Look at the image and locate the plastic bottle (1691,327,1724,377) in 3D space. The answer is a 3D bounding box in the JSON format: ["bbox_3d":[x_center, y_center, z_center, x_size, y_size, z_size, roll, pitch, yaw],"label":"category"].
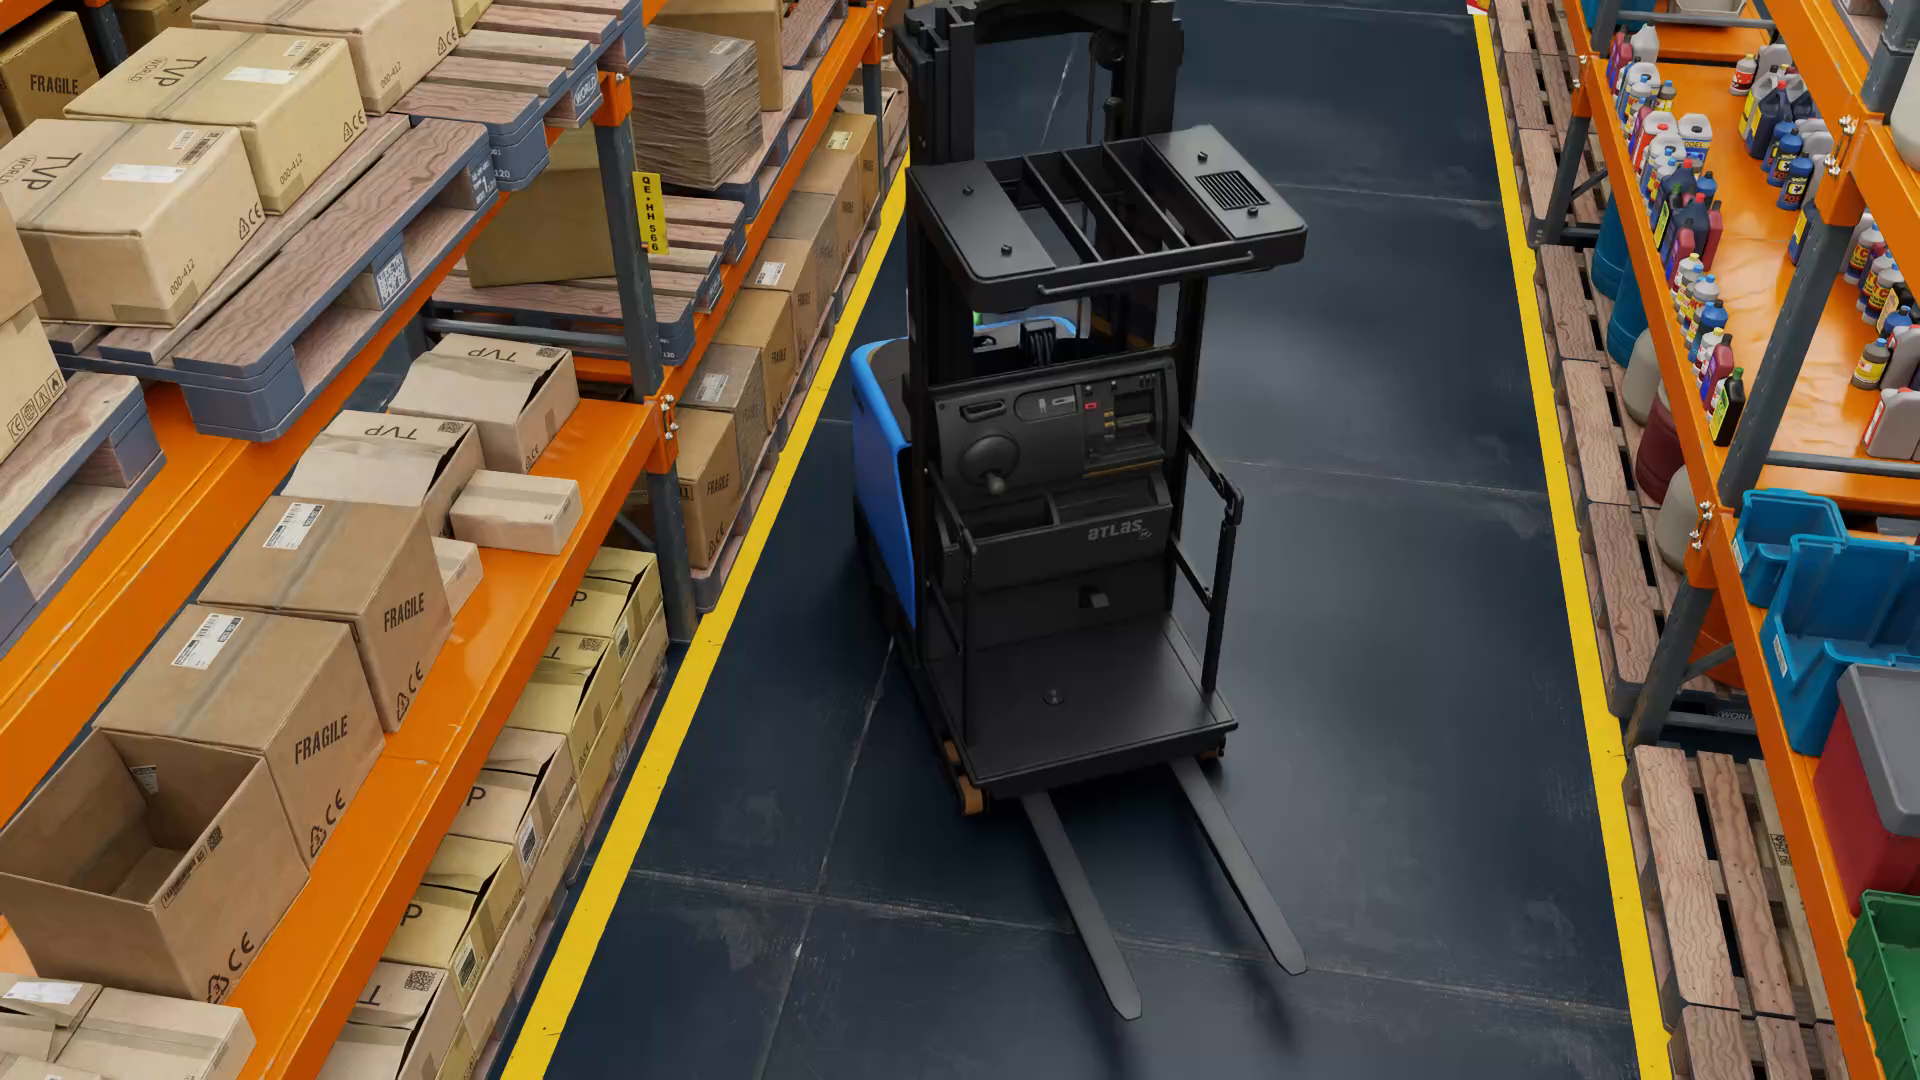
[{"bbox_3d":[2.959,-0.742,6.546,0.097,0.201,0.097,0,40,0],"label":"plastic bottle"}]

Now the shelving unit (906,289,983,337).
[{"bbox_3d":[-0.066,-0.776,7.844,0.258,1.200,0.503,7,40,9],"label":"shelving unit"}]

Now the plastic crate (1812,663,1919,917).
[{"bbox_3d":[2.633,0.714,4.579,0.402,0.464,0.583,6,40,8],"label":"plastic crate"}]

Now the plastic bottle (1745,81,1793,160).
[{"bbox_3d":[3.896,-2.020,7.975,0.144,0.351,0.185,6,40,8],"label":"plastic bottle"}]

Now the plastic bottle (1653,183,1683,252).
[{"bbox_3d":[3.117,-1.415,7.295,0.061,0.283,0.133,6,40,8],"label":"plastic bottle"}]

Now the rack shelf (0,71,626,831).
[{"bbox_3d":[-2.010,-0.414,4.204,1.077,0.370,4.000,6,40,8],"label":"rack shelf"}]

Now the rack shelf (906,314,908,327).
[{"bbox_3d":[-0.066,-1.097,7.578,0.258,0.148,0.480,7,40,9],"label":"rack shelf"}]

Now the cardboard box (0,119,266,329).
[{"bbox_3d":[-1.965,-0.733,3.814,0.500,0.250,0.500,3,40,4],"label":"cardboard box"}]

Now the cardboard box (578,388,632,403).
[{"bbox_3d":[-1.733,-0.609,7.846,0.500,0.500,0.500,8,40,9],"label":"cardboard box"}]

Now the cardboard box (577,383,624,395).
[{"bbox_3d":[-1.727,-0.934,7.650,0.500,0.250,0.500,8,40,9],"label":"cardboard box"}]

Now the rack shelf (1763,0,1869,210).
[{"bbox_3d":[3.560,-2.376,6.577,1.077,0.370,4.000,6,40,8],"label":"rack shelf"}]

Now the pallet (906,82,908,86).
[{"bbox_3d":[-0.643,-3.424,11.823,1.003,0.211,1.213,6,40,8],"label":"pallet"}]

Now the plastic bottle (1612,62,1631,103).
[{"bbox_3d":[3.398,-2.334,8.472,0.097,0.201,0.097,0,40,0],"label":"plastic bottle"}]

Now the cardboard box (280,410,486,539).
[{"bbox_3d":[-2.009,-0.216,5.824,0.500,0.311,0.500,6,40,7],"label":"cardboard box"}]

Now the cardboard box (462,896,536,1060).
[{"bbox_3d":[-1.776,1.427,5.595,0.500,0.250,0.500,7,40,9],"label":"cardboard box"}]

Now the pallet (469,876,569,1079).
[{"bbox_3d":[-2.058,1.560,5.794,1.003,0.211,1.213,6,40,8],"label":"pallet"}]

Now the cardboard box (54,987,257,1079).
[{"bbox_3d":[-2.001,1.283,4.138,0.380,0.149,0.250,6,40,8],"label":"cardboard box"}]

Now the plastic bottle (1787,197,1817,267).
[{"bbox_3d":[3.706,-1.361,7.178,0.144,0.351,0.185,6,40,8],"label":"plastic bottle"}]

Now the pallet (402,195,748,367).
[{"bbox_3d":[-1.616,-1.149,7.033,1.213,0.211,1.003,6,40,8],"label":"pallet"}]

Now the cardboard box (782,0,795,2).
[{"bbox_3d":[-1.274,-3.228,8.989,0.700,0.500,0.500,-6,40,-7],"label":"cardboard box"}]

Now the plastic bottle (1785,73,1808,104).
[{"bbox_3d":[4.070,-2.120,8.096,0.144,0.351,0.185,6,40,8],"label":"plastic bottle"}]

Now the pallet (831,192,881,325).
[{"bbox_3d":[-1.075,-1.711,9.751,1.003,0.211,1.213,6,40,8],"label":"pallet"}]

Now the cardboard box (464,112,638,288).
[{"bbox_3d":[-1.666,-1.398,6.776,0.700,0.500,0.500,-6,40,-7],"label":"cardboard box"}]

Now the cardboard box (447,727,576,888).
[{"bbox_3d":[-1.685,0.891,5.804,0.500,0.311,0.500,6,40,7],"label":"cardboard box"}]

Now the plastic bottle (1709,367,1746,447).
[{"bbox_3d":[2.864,-0.498,6.186,0.061,0.283,0.133,6,40,8],"label":"plastic bottle"}]

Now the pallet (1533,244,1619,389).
[{"bbox_3d":[3.732,-1.198,9.130,1.003,0.211,1.213,6,40,8],"label":"pallet"}]

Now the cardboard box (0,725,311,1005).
[{"bbox_3d":[-2.116,0.871,4.361,0.500,0.500,0.500,9,40,11],"label":"cardboard box"}]

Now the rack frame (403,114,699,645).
[{"bbox_3d":[-1.664,-0.790,6.448,1.000,3.000,0.127,6,40,8],"label":"rack frame"}]

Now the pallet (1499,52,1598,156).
[{"bbox_3d":[4.204,-2.911,11.202,1.003,0.211,1.213,6,40,8],"label":"pallet"}]

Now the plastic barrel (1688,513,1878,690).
[{"bbox_3d":[3.282,0.124,6.716,0.600,0.830,0.708,6,40,8],"label":"plastic barrel"}]

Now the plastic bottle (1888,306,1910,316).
[{"bbox_3d":[3.758,-0.845,6.671,0.097,0.201,0.097,0,40,0],"label":"plastic bottle"}]

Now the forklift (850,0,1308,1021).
[{"bbox_3d":[0.428,-0.336,5.954,1.130,2.935,3.031,-11,41,-13],"label":"forklift"}]

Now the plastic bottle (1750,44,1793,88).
[{"bbox_3d":[4.157,-2.421,8.519,0.152,0.276,0.135,6,40,8],"label":"plastic bottle"}]

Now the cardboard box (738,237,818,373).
[{"bbox_3d":[-1.041,-1.222,8.587,0.500,0.500,0.500,5,40,6],"label":"cardboard box"}]

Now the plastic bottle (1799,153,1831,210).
[{"bbox_3d":[3.943,-1.645,7.580,0.152,0.276,0.135,6,40,8],"label":"plastic bottle"}]

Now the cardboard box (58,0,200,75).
[{"bbox_3d":[-5.621,-3.501,11.359,0.700,0.500,0.500,7,40,8],"label":"cardboard box"}]

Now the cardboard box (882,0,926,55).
[{"bbox_3d":[-0.652,-3.688,11.567,0.797,0.503,0.637,6,40,8],"label":"cardboard box"}]

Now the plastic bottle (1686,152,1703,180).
[{"bbox_3d":[3.377,-1.698,7.703,0.097,0.201,0.097,0,40,0],"label":"plastic bottle"}]

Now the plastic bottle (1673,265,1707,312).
[{"bbox_3d":[3.043,-1.048,6.916,0.097,0.201,0.097,0,40,0],"label":"plastic bottle"}]

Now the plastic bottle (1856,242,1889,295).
[{"bbox_3d":[3.852,-1.153,6.979,0.061,0.283,0.133,6,40,8],"label":"plastic bottle"}]

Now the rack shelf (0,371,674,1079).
[{"bbox_3d":[-2.010,0.742,5.160,1.077,0.370,4.000,6,40,8],"label":"rack shelf"}]

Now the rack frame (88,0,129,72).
[{"bbox_3d":[-5.851,-3.844,10.143,1.000,3.000,0.127,6,40,8],"label":"rack frame"}]

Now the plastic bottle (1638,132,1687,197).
[{"bbox_3d":[3.251,-1.729,7.681,0.152,0.276,0.135,6,40,8],"label":"plastic bottle"}]

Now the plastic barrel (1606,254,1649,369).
[{"bbox_3d":[3.673,-1.321,8.408,0.600,0.901,0.708,6,40,8],"label":"plastic barrel"}]

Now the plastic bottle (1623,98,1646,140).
[{"bbox_3d":[3.324,-2.066,8.148,0.097,0.201,0.097,0,40,0],"label":"plastic bottle"}]
